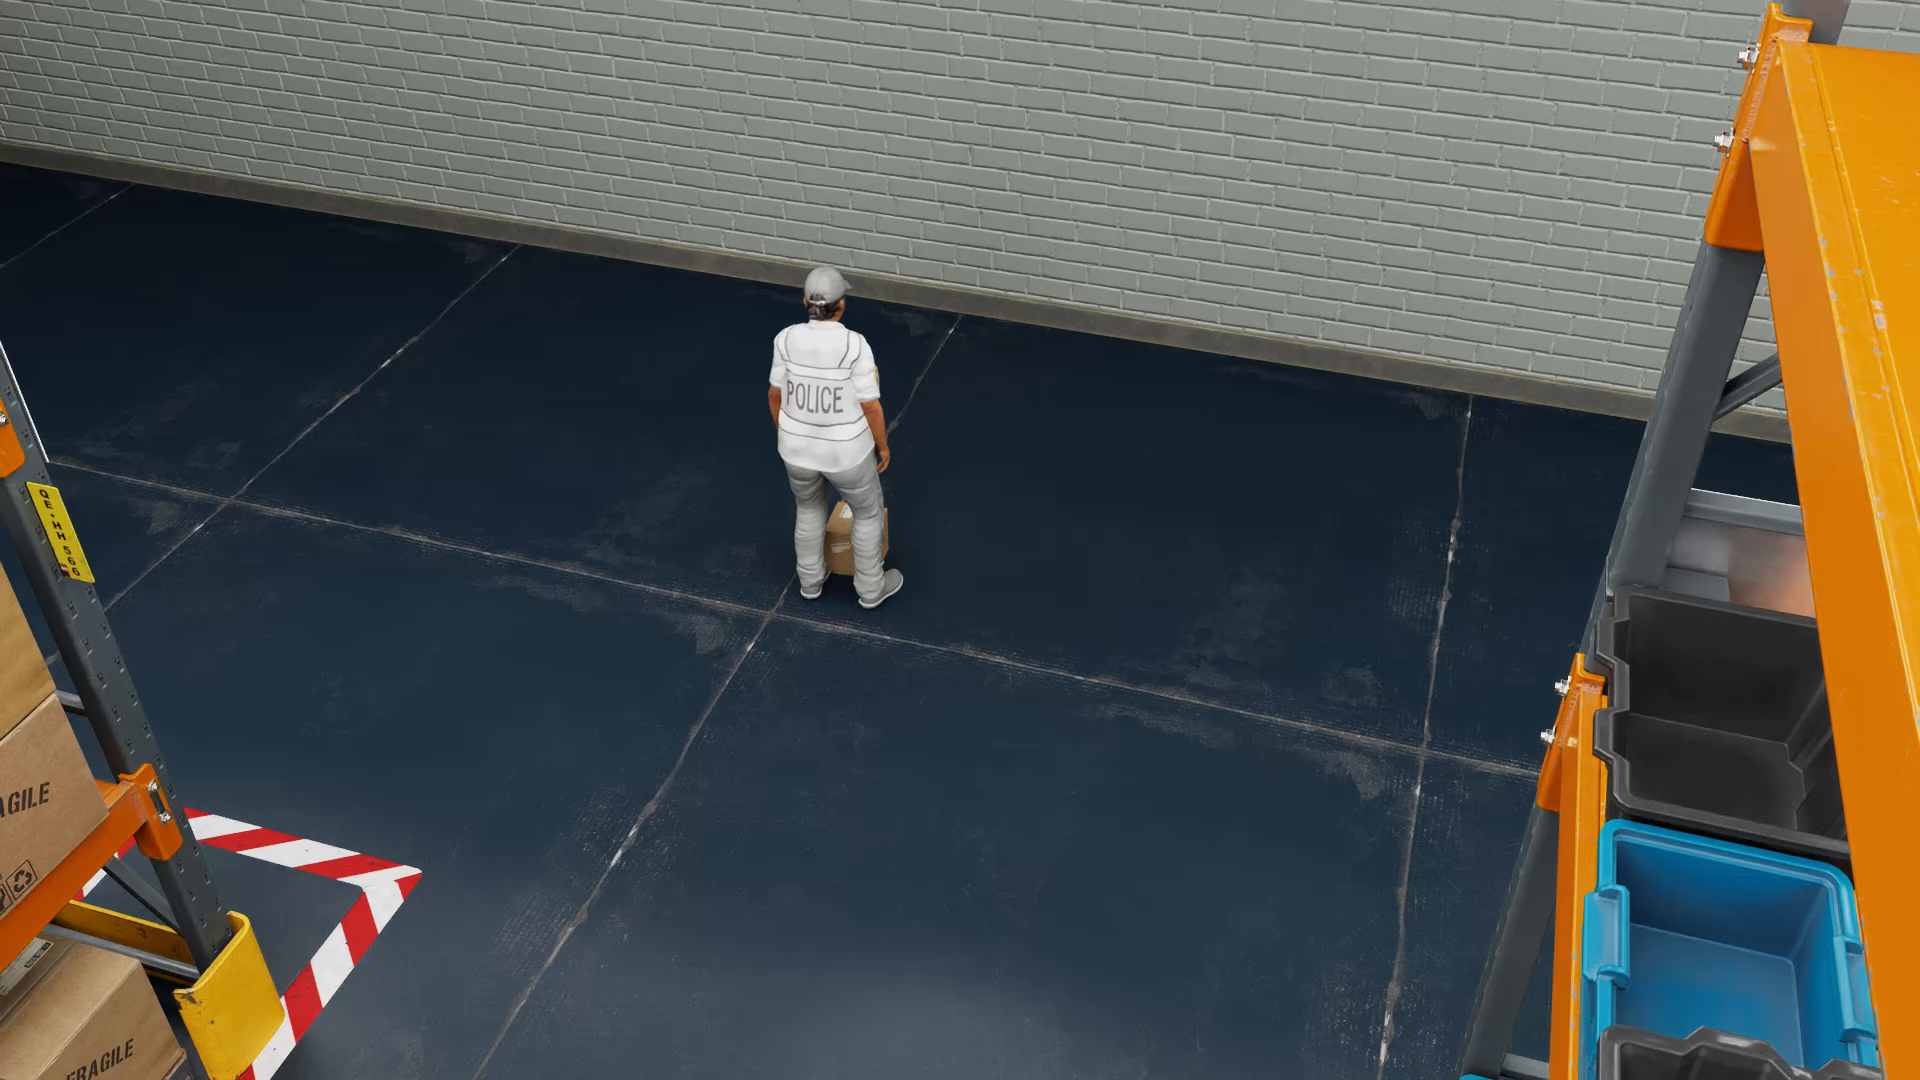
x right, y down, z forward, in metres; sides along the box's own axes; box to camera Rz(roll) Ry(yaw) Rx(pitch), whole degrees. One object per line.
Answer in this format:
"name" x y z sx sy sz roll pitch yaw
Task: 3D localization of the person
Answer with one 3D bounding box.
"person" -0.563 -0.437 7.460 0.548 1.666 0.473 10 38 13
